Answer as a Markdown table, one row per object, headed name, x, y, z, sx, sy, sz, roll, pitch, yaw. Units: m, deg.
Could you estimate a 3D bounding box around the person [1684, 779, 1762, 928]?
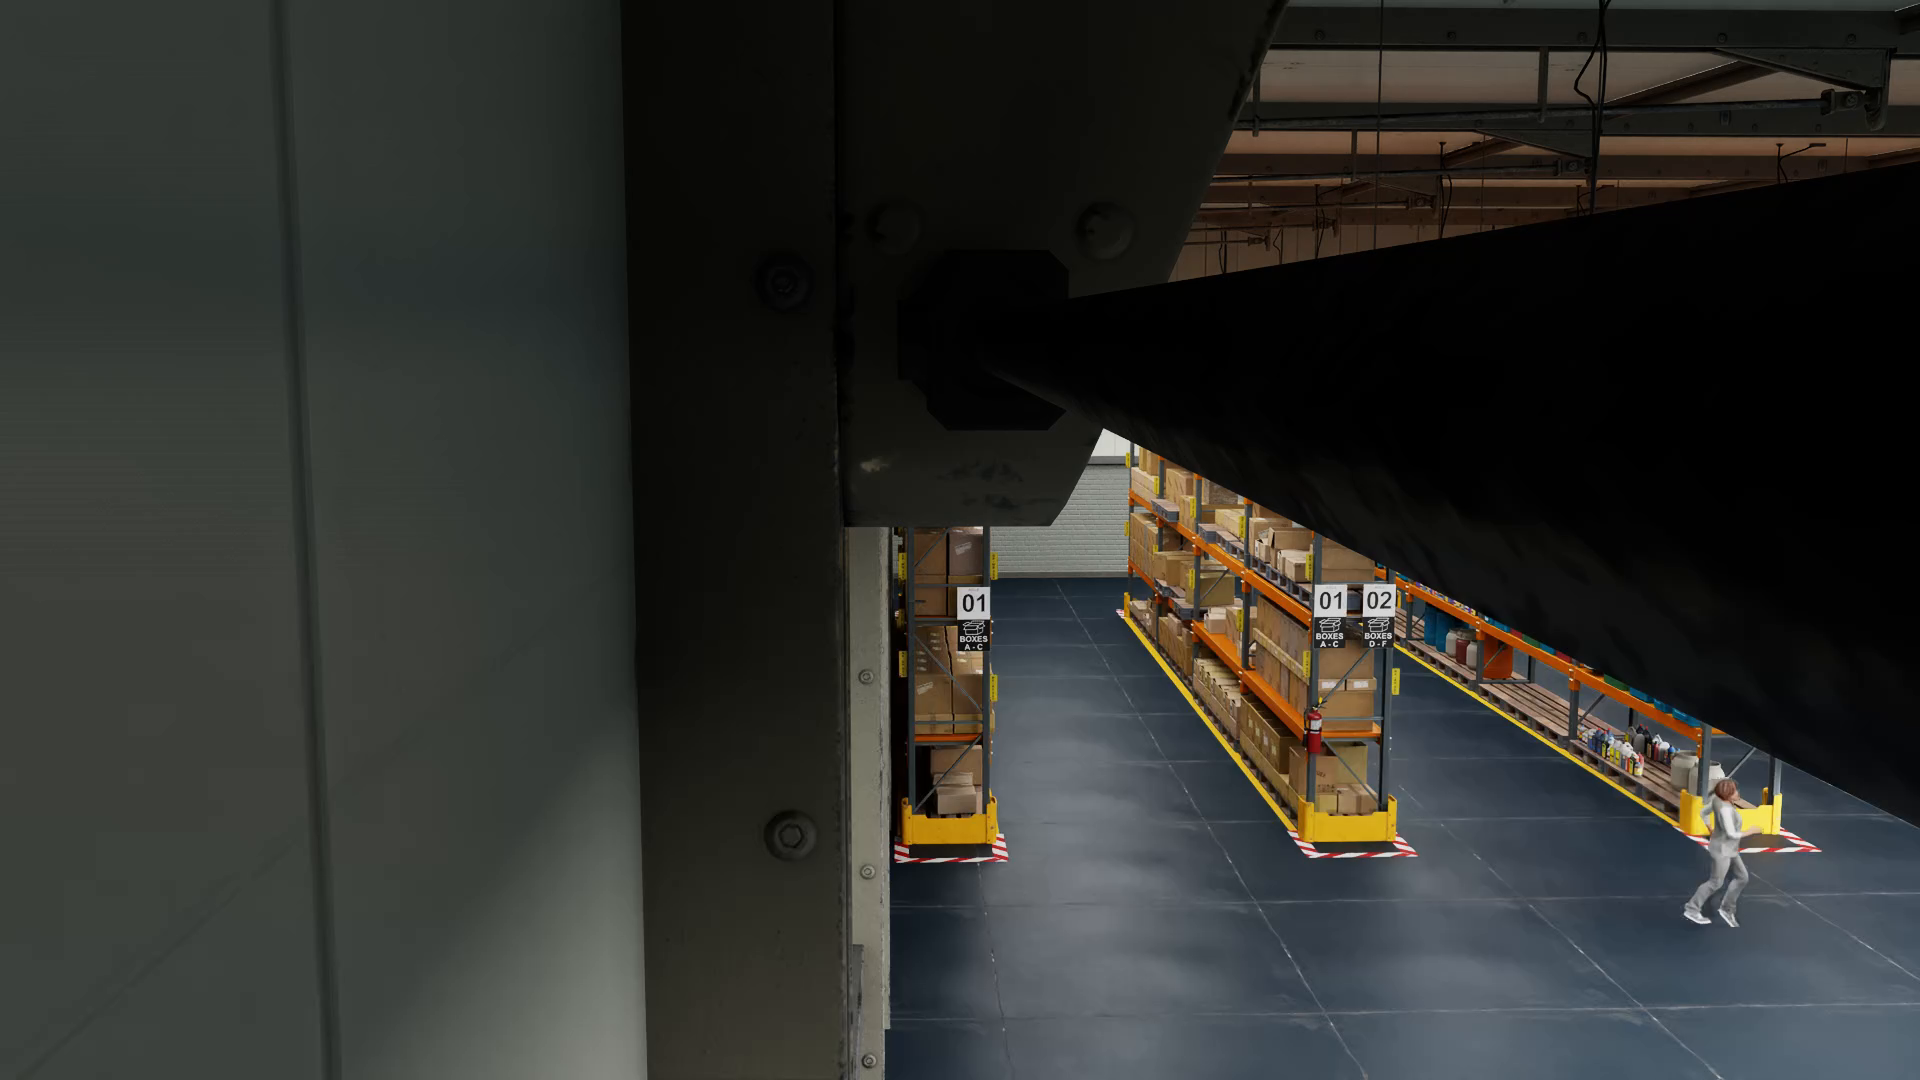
| name | x | y | z | sx | sy | sz | roll | pitch | yaw |
| --- | --- | --- | --- | --- | --- | --- | --- | --- | --- |
| person | 8.027 | 3.312 | 17.485 | 0.699 | 1.643 | 0.520 | 3 | 8 | 24 |
